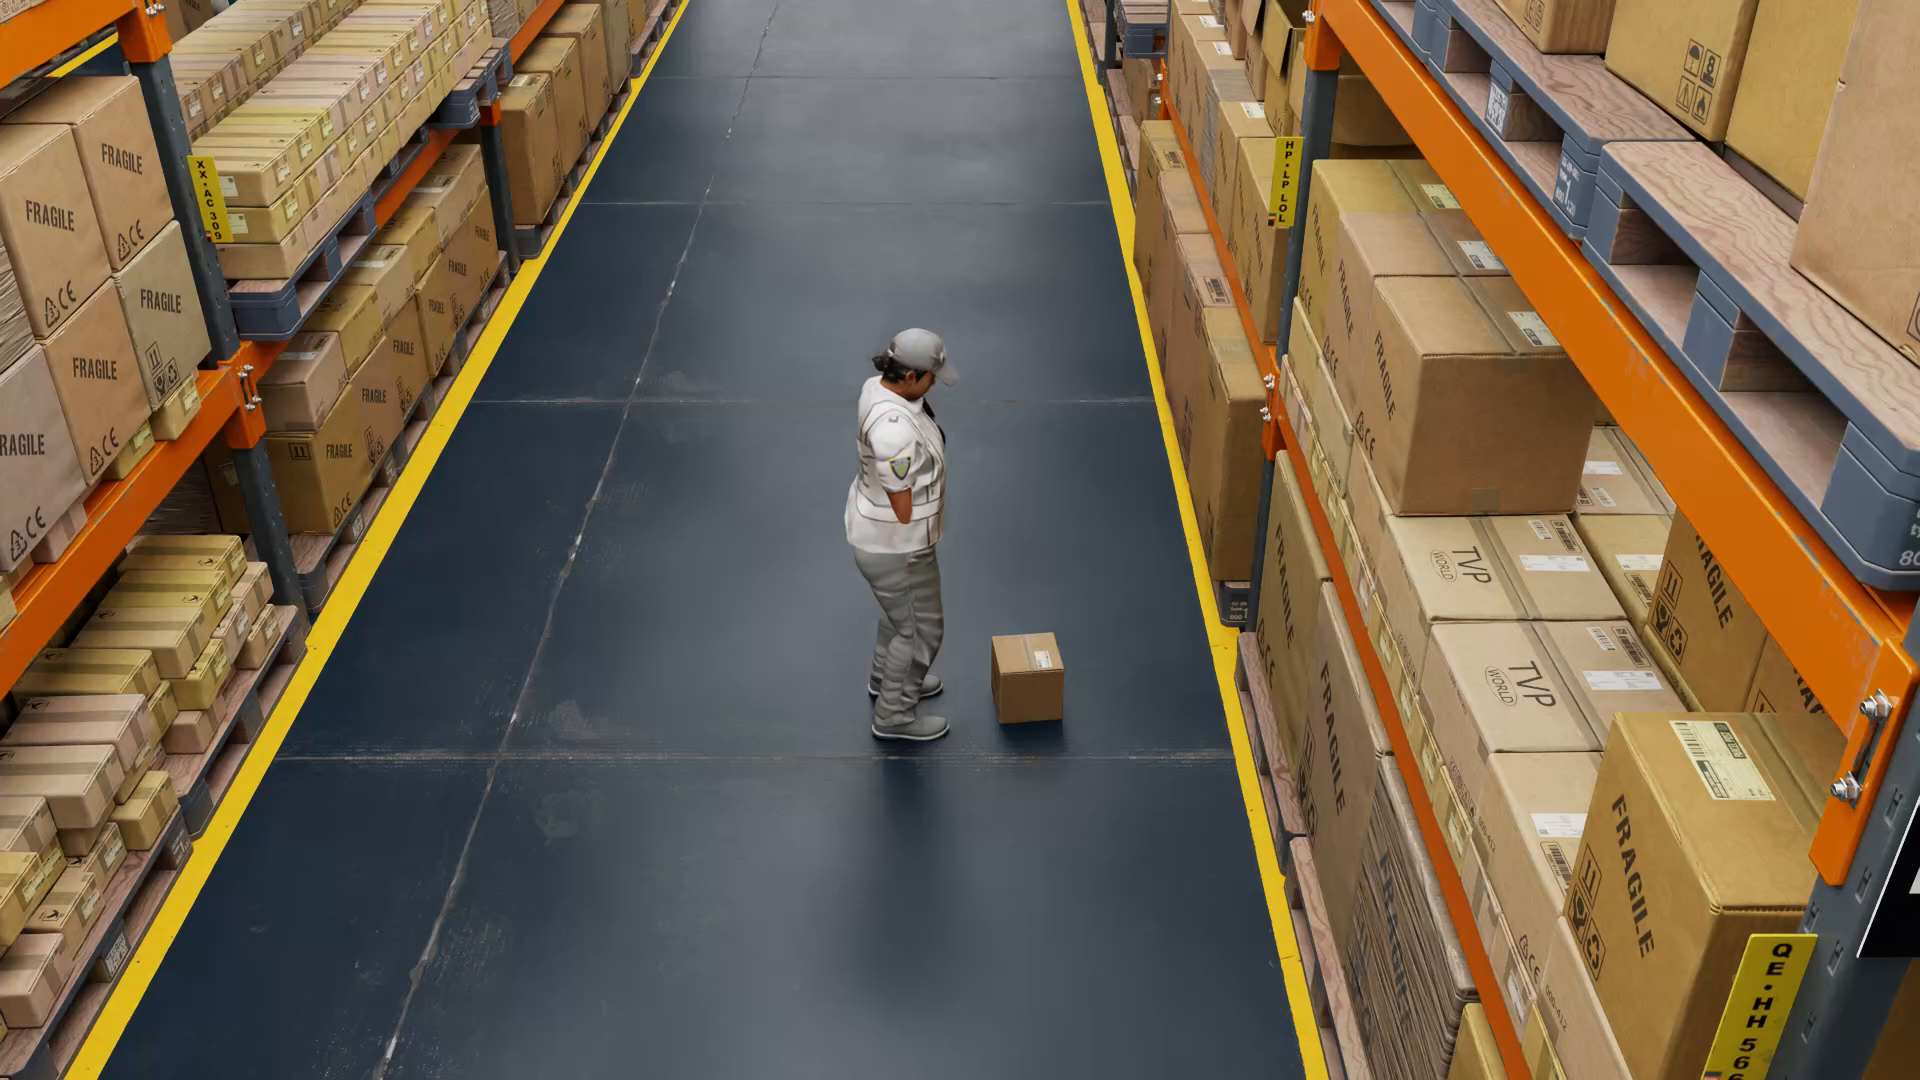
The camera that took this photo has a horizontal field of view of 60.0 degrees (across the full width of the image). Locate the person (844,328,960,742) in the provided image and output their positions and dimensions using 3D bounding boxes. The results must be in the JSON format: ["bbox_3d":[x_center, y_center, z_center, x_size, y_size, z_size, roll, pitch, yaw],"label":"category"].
[{"bbox_3d":[-0.213,-0.026,6.207,0.429,1.643,0.483,-3,32,-5],"label":"person"}]
